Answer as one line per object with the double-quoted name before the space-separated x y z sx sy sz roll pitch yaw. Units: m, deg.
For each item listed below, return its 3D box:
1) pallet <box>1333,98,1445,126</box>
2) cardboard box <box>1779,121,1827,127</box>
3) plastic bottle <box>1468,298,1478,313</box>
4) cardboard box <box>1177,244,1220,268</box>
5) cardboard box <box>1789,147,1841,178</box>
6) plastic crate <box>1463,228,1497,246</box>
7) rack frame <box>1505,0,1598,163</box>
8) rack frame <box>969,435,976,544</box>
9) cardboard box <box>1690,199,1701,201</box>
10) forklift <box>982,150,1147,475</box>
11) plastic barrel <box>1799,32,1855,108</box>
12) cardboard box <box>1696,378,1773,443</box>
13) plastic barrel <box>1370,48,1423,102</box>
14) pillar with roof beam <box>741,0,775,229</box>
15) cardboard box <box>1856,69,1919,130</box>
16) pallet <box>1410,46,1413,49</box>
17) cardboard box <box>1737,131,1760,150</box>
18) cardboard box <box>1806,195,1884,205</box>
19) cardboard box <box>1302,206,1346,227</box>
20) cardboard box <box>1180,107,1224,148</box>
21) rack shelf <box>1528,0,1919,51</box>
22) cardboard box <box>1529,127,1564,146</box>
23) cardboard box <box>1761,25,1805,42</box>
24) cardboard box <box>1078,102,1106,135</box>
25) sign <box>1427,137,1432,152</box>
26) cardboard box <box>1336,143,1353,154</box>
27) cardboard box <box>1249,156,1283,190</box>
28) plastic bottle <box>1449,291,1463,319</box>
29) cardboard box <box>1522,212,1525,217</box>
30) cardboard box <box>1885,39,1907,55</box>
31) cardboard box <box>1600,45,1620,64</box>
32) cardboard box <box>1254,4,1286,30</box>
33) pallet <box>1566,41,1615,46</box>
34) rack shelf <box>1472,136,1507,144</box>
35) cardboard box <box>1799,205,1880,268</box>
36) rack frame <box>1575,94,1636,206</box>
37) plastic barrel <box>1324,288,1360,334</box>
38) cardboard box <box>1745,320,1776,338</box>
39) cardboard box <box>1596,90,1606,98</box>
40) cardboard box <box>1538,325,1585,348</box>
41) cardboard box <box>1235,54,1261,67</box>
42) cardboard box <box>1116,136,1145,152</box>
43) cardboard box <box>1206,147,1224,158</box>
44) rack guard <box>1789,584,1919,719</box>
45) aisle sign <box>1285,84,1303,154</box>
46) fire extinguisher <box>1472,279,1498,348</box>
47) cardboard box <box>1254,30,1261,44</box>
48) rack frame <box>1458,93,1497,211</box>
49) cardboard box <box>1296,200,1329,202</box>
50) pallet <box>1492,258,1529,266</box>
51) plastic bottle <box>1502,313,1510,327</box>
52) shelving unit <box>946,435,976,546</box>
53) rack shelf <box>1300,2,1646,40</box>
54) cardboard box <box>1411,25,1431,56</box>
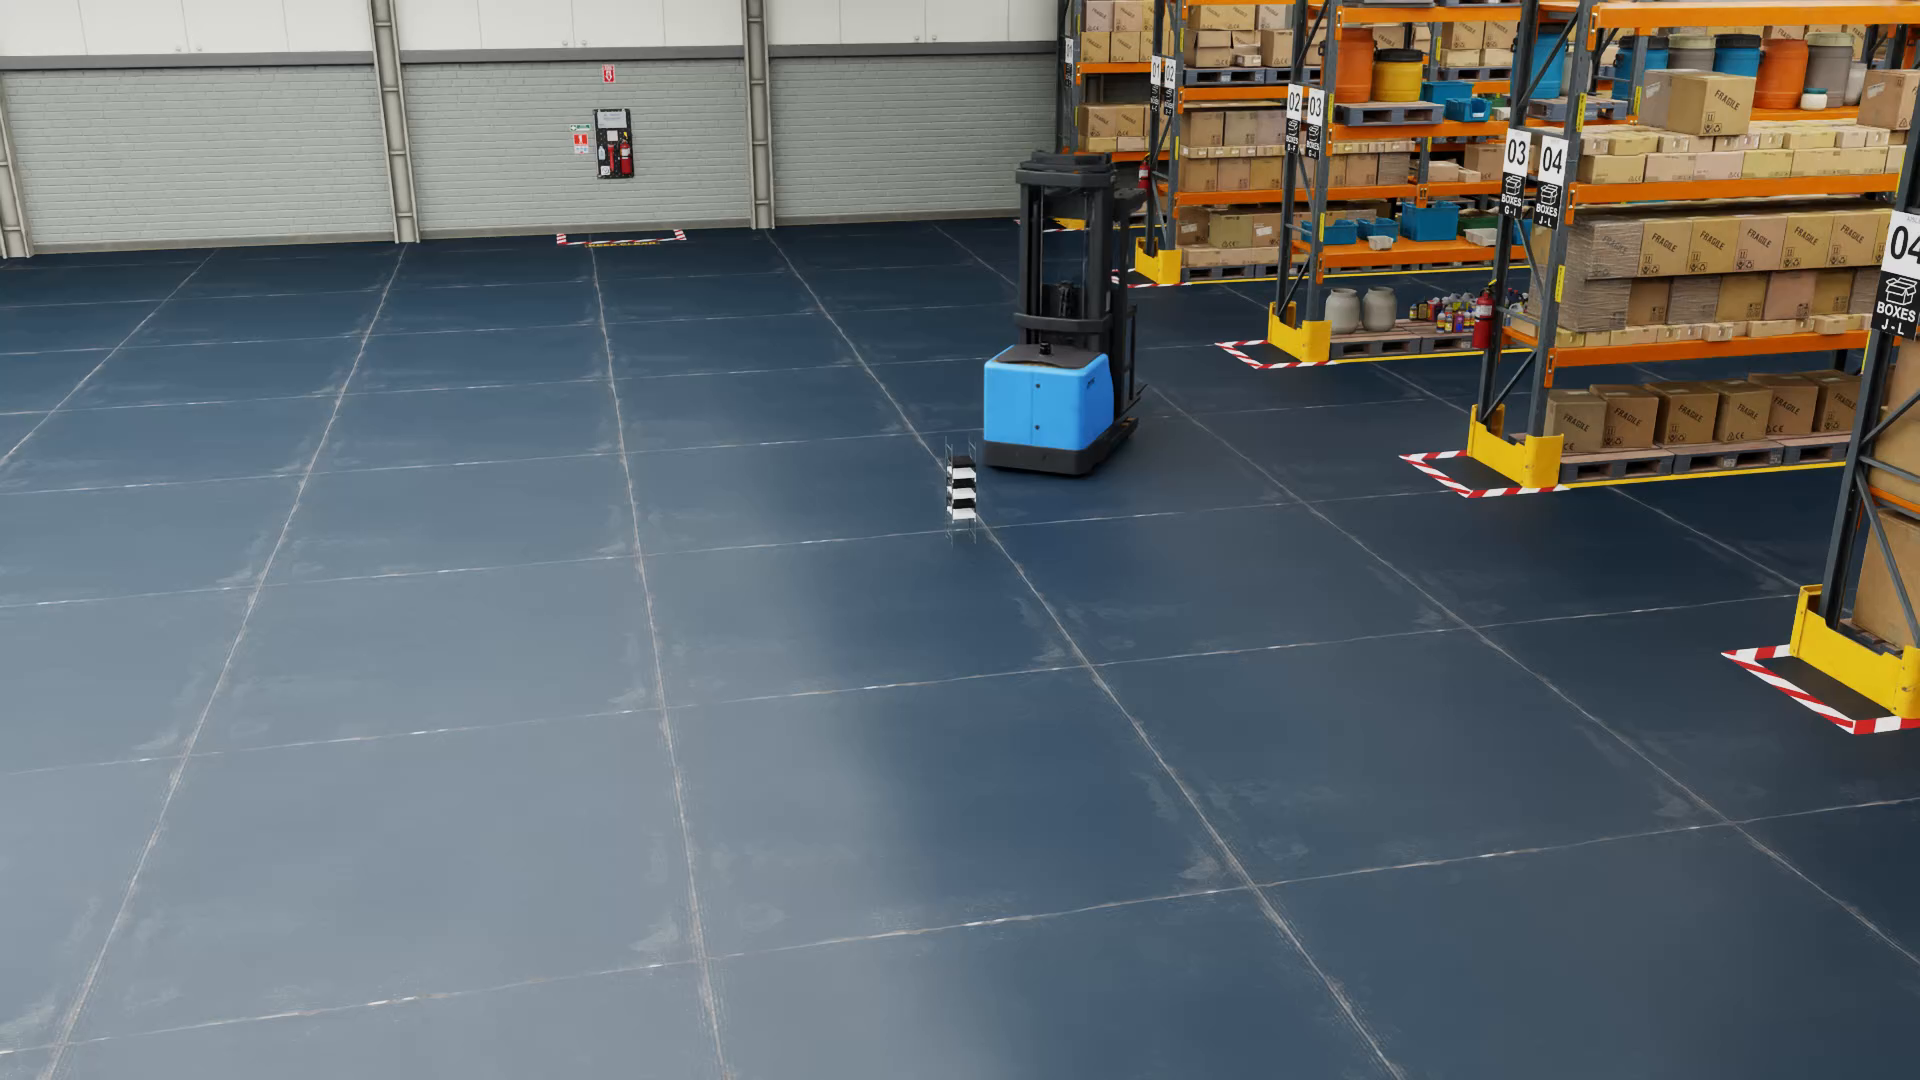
"pallet" 4.977 -5.101 19.792 1.213 0.211 1.003 -5 21 -12
"cardboard box" 8.053 -3.917 15.925 0.250 0.149 0.380 -4 21 -11
"plastic bottle" 6.622 -2.971 21.385 0.135 0.276 0.152 -5 21 -12
"cardboard box" 3.586 -4.281 25.026 0.500 0.250 0.500 -5 21 -12
"cardboard box" 7.793 -3.541 15.479 0.500 0.250 0.500 -5 21 -13
"plastic crate" 6.520 -3.728 20.513 0.437 0.136 0.530 -5 21 -12
"rack frame" 5.289 -4.907 14.628 0.127 3.000 1.000 -5 21 -12
"rack frame" 0.107 -0.431 14.184 0.006 0.900 0.240 -5 21 -12
"cardboard box" 11.709 -5.583 27.099 0.500 0.250 0.500 -4 20 -10
"forklift" 1.217 -2.467 16.789 1.130 2.935 3.031 8 21 20
"plastic barrel" 11.086 -6.033 21.333 0.600 0.901 0.600 0 20 0
"cardboard box" 7.642 -1.289 16.495 0.500 0.500 0.500 -7 21 -17
"plastic barrel" 5.230 -5.575 19.928 0.600 0.588 0.600 0 20 0
"pillar with roof beam" -2.496 -8.310 23.918 0.400 9.000 9.100 -5 21 -12
"cardboard box" 8.803 -4.116 15.524 0.500 0.500 0.500 -5 21 -14
"pallet" 7.396 -8.798 29.882 1.003 0.211 1.213 -5 21 -12
"cardboard box" 7.116 -3.687 15.296 0.250 0.149 0.380 -5 21 -13
"cardboard box" 8.685 -3.112 16.419 0.500 0.500 0.500 -5 21 -12
"cardboard box" 5.530 -4.795 25.340 0.500 0.500 0.500 -5 21 -12
"cardboard box" 3.522 -6.099 24.573 0.500 0.500 0.700 -5 21 -12
"rack shelf" 7.236 -4.726 15.184 4.000 0.370 1.077 -5 21 -12
"cardboard box" 5.488 -3.742 15.446 0.250 0.149 0.380 -5 21 -12
"cardboard box" 12.887 -7.934 26.351 0.600 0.600 0.600 -5 21 -15
"cardboard box" 2.280 -7.464 29.428 0.500 0.500 0.500 -5 21 -13
"sign" 7.035 -5.981 24.908 0.005 0.325 0.100 -5 21 -12
"cardboard box" 5.700 -5.901 24.976 0.250 0.149 0.380 -5 21 -13
"cardboard box" 4.465 -5.567 25.005 0.500 0.500 0.700 -5 21 -12
"plastic bottle" 6.383 -3.039 21.462 0.185 0.351 0.144 -4 20 -10
"cardboard box" 8.861 -4.964 26.076 0.500 0.311 0.500 -4 21 -11
"cardboard box" 15.222 -7.884 26.608 0.500 0.250 0.500 -5 21 -12
"cardboard box" 9.864 -7.473 25.600 0.500 0.250 0.500 -4 21 -11
"cardboard box" 5.337 -9.185 29.038 0.500 0.500 0.500 -6 21 -17
"pallet" 11.357 -9.176 30.916 1.213 0.211 1.003 -4 20 -10
"rack shelf" 11.601 -7.518 31.523 4.000 0.370 1.077 -5 21 -12
"cardboard box" 8.321 -2.895 15.826 0.500 0.500 0.500 -5 21 -12
"rack frame" 8.042 -4.065 21.050 0.127 3.000 1.000 -5 21 -12
"plastic barrel" 4.772 -2.855 20.753 0.421 0.512 0.421 0 20 0
"cardboard box" 7.577 -2.060 15.942 0.250 0.149 0.380 -5 21 -12
"cardboard box" 11.660 -8.322 30.973 0.500 0.250 0.500 -5 21 -14
"cardboard box" 5.621 -1.915 15.547 0.250 0.149 0.380 -5 21 -12
"cardboard box" 4.199 -6.994 24.237 0.250 0.149 0.380 -5 21 -12
"cardboard box" 2.920 -6.982 29.202 0.500 0.250 0.500 -5 21 -14
"cardboard box" 3.701 -5.739 24.532 0.250 0.149 0.380 -5 21 -14
"rack guard" 6.309 0.754 11.530 0.348 0.500 1.175 -5 21 -12
"aisle sign" 4.011 -5.063 19.994 0.004 0.787 0.394 -5 21 -12
"fire extinguisher" 5.072 -2.199 16.069 0.183 0.674 0.296 -5 21 -12
"cardboard box" 5.325 -8.723 29.231 0.500 0.500 0.500 -4 21 -11
"rack frame" 9.655 -7.698 30.967 0.127 3.000 1.000 -5 21 -12
"cardboard box" 6.475 -6.478 30.631 0.500 0.500 0.700 -4 20 -11
"pallet" 8.804 -4.583 26.519 1.213 0.211 1.003 -5 21 -12
"plastic bottle" 6.822 -2.793 20.898 0.135 0.276 0.152 -4 21 -11
"shelving unit" 0.008 -0.423 14.162 0.210 0.900 0.258 -5 21 -12
"rack shelf" 6.096 -6.198 19.779 4.000 0.370 1.077 -5 21 -12
"cardboard box" 8.372 -9.092 30.235 0.637 0.503 0.797 -2 20 -5
